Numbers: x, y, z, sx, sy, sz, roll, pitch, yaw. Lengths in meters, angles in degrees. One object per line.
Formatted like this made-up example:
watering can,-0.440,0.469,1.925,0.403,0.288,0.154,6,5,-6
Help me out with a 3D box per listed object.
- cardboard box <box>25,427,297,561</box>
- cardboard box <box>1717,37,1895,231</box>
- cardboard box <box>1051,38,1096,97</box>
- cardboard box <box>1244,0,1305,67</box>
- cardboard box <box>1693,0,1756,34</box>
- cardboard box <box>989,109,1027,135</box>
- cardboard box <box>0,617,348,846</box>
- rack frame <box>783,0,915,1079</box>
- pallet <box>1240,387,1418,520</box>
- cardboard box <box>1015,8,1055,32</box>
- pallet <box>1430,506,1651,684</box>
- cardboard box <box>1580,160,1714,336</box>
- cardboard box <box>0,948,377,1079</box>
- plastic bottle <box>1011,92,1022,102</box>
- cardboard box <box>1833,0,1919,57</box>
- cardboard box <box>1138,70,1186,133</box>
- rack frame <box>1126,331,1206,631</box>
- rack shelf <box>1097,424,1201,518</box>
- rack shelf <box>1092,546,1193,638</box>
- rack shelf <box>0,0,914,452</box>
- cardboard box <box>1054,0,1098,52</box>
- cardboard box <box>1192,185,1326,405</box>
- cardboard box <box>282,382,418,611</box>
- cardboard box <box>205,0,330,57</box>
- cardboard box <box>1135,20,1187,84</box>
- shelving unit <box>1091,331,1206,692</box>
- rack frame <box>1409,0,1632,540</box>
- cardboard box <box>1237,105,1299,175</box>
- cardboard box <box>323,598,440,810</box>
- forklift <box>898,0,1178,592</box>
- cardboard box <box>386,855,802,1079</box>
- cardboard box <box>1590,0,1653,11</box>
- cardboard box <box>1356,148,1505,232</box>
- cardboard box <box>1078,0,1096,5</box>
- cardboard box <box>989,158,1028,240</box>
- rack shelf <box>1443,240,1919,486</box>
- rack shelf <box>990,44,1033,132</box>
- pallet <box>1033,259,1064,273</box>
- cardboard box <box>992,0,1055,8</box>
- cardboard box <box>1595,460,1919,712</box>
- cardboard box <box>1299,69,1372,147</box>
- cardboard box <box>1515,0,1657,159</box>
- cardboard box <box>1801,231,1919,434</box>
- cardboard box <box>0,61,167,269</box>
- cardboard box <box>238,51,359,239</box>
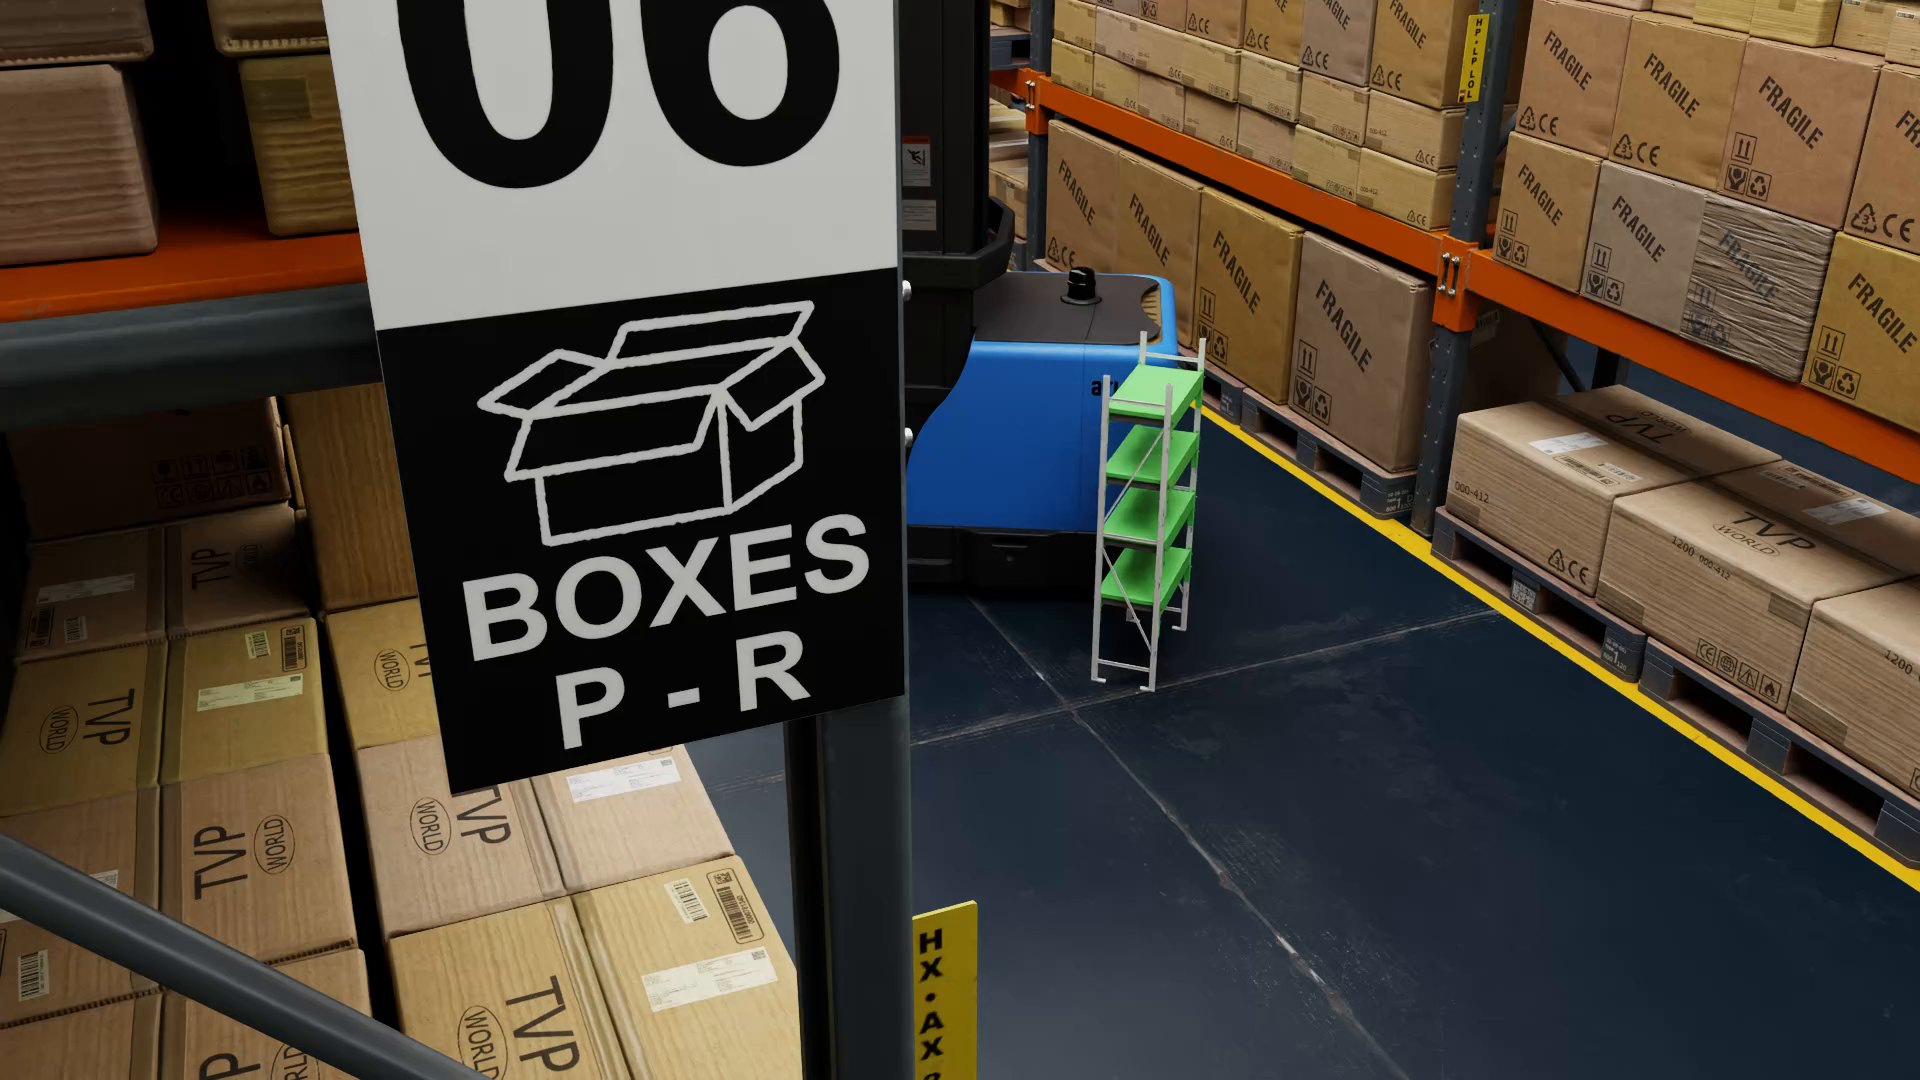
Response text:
cardboard box,-1.746,-0.016,3.696,0.500,0.250,0.500,-10,28,-19
cardboard box,2.817,-1.307,5.255,0.500,0.500,0.500,-10,28,-20
cardboard box,0.865,-2.767,9.669,0.500,0.250,0.500,-11,28,-21
cardboard box,1.675,-2.508,7.713,0.500,0.500,0.500,-10,28,-19
cardboard box,2.651,-1.767,5.456,0.380,0.149,0.250,-11,28,-21
cardboard box,0.104,-2.917,12.321,0.950,0.372,0.625,-10,28,-19
cardboard box,-1.343,0.393,2.858,0.500,0.250,0.500,-10,28,-19
rack frame,-0.528,1.009,1.765,1.000,3.000,0.127,-11,28,-21
pallet,2.100,-0.506,8.046,1.003,0.211,1.213,-11,28,-21
cardboard box,0.560,-3.243,10.281,0.380,0.149,0.250,-10,28,-19
pallet,2.697,0.113,6.778,1.003,0.211,1.213,-11,28,-21
cardboard box,2.607,-1.067,5.903,0.500,0.500,0.500,-10,28,-20
cardboard box,-0.952,0.802,2.020,0.500,0.250,0.500,-10,28,-19
plastic bottle,0.558,-4.213,15.809,0.133,0.061,0.283,-6,27,-12
cardboard box,2.902,-1.567,5.048,0.380,0.149,0.250,-11,28,-21
cardboard box,1.282,-2.350,8.815,0.500,0.250,0.500,-10,28,-19
rack frame,0.774,-0.203,6.298,0.240,1.200,0.015,9,28,18
rack shelf,0.688,-0.261,6.015,0.258,0.148,0.480,9,28,18
rack shelf,0.688,0.171,6.226,0.258,0.148,0.480,9,28,18
rack shelf,-1.311,-0.823,2.918,1.077,0.370,4.000,-11,28,-21
cardboard box,0.876,-2.985,9.547,0.500,0.250,0.500,-11,28,-21
cardboard box,1.794,-1.294,8.425,0.875,0.875,0.875,-10,28,-19
cardboard box,-1.046,-0.229,3.278,0.500,0.500,0.500,-10,28,-19
cardboard box,-0.450,-0.632,1.538,0.500,0.250,0.500,-11,28,-21
cardboard box,1.261,-2.573,8.703,0.500,0.250,0.500,-11,28,-21
shelving unit,0.688,-0.102,6.092,0.258,1.200,0.503,9,28,18
rack frame,2.471,-1.460,6.822,1.000,3.000,0.127,-11,28,-21
cardboard box,1.685,-1.944,7.983,0.500,0.250,0.500,-11,28,-22
cardboard box,-0.857,0.305,3.037,0.500,0.250,0.500,-11,28,-22
forklift,-0.621,-1.343,6.661,3.031,2.935,1.130,2,26,5
cardboard box,-0.458,0.713,2.203,0.500,0.250,0.500,-10,28,-20
cardboard box,2.471,-1.973,5.880,0.380,0.149,0.250,-10,28,-20
cardboard box,2.064,-1.531,7.137,0.500,0.250,0.500,-11,28,-22
cardboard box,0.873,-3.328,9.394,0.500,0.500,0.500,-12,28,-22
cardboard box,0.693,-2.313,11.085,0.950,0.372,0.625,-13,29,-24
rack shelf,3.254,-0.330,5.326,1.077,0.370,4.000,-11,28,-21
rack shelf,0.121,-3.559,11.941,1.077,0.370,4.000,-11,28,-21
pallet,1.144,-1.491,10.063,1.003,0.211,1.213,-11,28,-21
cardboard box,0.471,-3.578,10.228,0.500,0.500,0.500,-11,28,-22
cardboard box,2.969,0.135,5.995,0.875,0.438,0.875,-11,28,-22
cardboard box,1.872,-1.954,7.435,0.500,0.250,0.500,-10,28,-19
cardboard box,2.435,-1.721,6.102,0.500,0.500,0.500,-10,28,-20
cardboard box,2.998,-0.657,5.063,0.500,0.500,0.500,-10,28,-19
cardboard box,-0.866,-0.316,1.345,0.380,0.149,0.250,-10,28,-19
cardboard box,-0.439,-0.395,1.507,0.380,0.149,0.250,-10,28,-20
